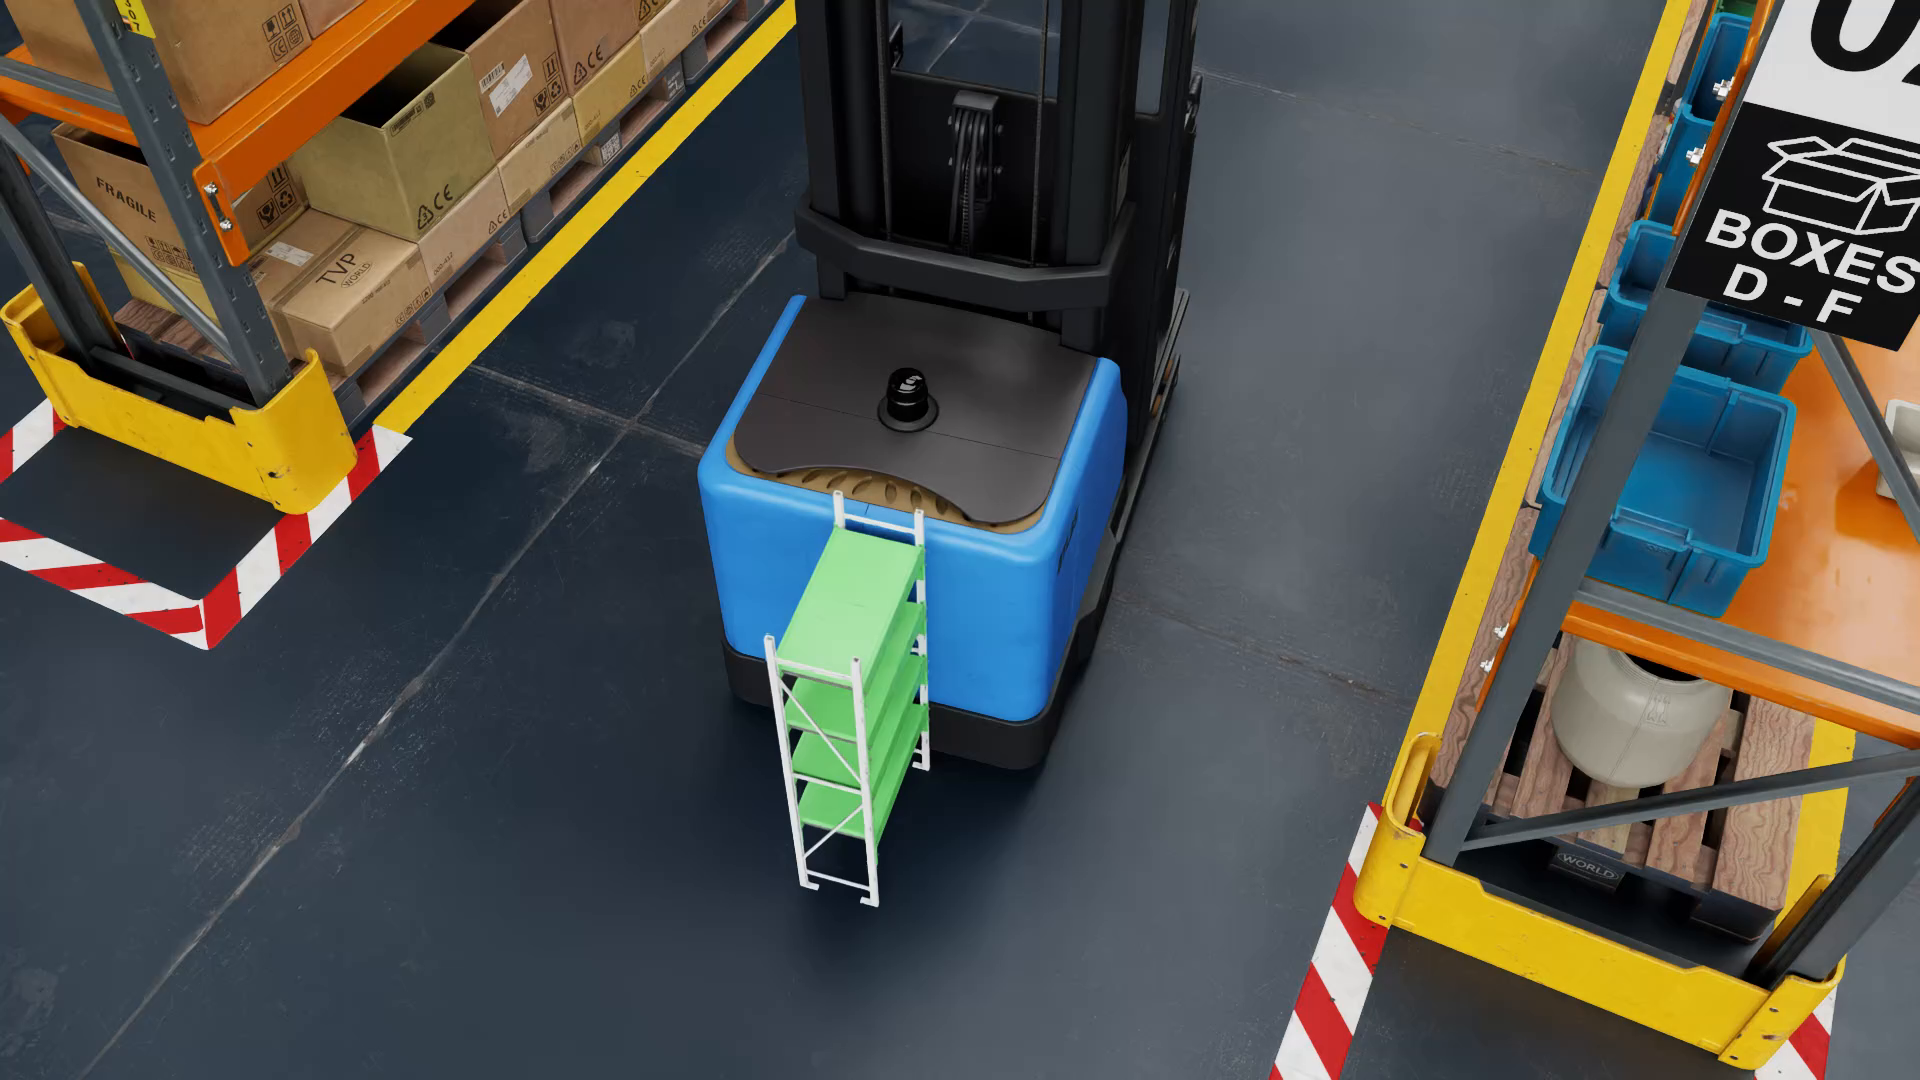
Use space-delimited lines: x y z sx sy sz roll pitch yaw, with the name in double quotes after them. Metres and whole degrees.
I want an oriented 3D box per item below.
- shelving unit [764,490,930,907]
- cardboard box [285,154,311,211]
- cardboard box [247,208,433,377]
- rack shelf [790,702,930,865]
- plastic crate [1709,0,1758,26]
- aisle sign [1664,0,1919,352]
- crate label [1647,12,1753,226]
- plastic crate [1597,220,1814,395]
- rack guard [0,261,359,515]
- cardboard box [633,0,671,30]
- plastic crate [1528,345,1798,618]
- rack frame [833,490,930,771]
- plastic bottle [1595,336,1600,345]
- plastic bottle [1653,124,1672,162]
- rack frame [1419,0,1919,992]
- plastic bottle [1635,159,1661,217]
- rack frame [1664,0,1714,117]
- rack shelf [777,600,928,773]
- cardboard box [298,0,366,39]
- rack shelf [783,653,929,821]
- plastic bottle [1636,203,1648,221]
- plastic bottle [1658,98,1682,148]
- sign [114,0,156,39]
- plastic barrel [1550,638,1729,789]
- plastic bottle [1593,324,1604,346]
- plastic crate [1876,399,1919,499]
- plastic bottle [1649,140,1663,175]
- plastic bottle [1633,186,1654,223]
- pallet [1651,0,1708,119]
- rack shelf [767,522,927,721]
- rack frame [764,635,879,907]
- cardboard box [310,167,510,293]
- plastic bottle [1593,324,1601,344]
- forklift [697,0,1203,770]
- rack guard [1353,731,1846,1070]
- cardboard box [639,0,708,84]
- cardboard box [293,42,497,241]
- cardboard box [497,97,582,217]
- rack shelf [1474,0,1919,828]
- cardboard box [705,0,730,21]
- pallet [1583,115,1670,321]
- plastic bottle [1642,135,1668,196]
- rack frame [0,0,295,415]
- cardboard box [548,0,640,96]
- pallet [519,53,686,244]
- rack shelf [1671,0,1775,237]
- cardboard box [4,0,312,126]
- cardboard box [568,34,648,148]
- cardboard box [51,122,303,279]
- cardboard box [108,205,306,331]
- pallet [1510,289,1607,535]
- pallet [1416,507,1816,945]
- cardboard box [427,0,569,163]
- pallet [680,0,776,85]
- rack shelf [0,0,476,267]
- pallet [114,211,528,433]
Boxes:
-0.281 0.470 4.562 0.258 1.200 0.503 13 51 11 "shelving unit"
-2.574 -1.428 6.525 0.500 0.250 0.500 20 52 16 "cardboard box"
-2.309 -0.911 6.085 0.500 0.250 0.500 20 52 16 "cardboard box"
-0.281 0.667 4.793 0.258 0.148 0.480 13 51 11 "rack shelf"
2.612 -1.598 5.279 0.450 0.188 0.662 20 52 16 "plastic crate"
1.439 -0.644 2.622 0.394 0.787 0.004 20 52 16 "aisle sign"
2.280 -1.122 4.712 0.502 0.435 0.616 20 52 16 "crate label"
1.964 -0.594 4.383 0.499 0.251 0.408 20 52 16 "plastic crate"
-2.749 -0.542 5.883 1.175 0.500 0.348 20 52 16 "rack guard"
-1.465 -2.535 6.975 0.500 0.500 0.500 20 52 16 "cardboard box"
1.681 -0.149 4.004 0.499 0.251 0.616 20 52 16 "plastic crate"
-0.209 0.293 4.713 0.240 1.200 0.015 13 51 11 "rack frame"
2.259 -0.587 5.779 0.152 0.276 0.135 20 53 16 "plastic bottle"
2.871 -1.598 6.689 0.097 0.201 0.097 0 50 0 "plastic bottle"
1.738 0.245 3.572 1.000 3.000 0.127 20 52 16 "rack frame"
2.727 -1.372 6.399 0.144 0.351 0.185 21 53 17 "plastic bottle"
3.447 -2.509 5.915 1.000 3.000 0.127 20 52 16 "rack frame"
-0.281 0.356 4.428 0.258 0.148 0.480 13 51 11 "rack shelf"
-2.308 -2.082 5.486 0.700 0.500 0.500 21 53 17 "cardboard box"
-0.281 0.512 4.611 0.258 0.148 0.480 13 51 11 "rack shelf"
2.538 -1.120 6.229 0.061 0.283 0.133 22 53 18 "plastic bottle"
2.914 -1.691 6.722 0.097 0.271 0.097 0 50 0 "plastic bottle"
-2.240 -1.490 4.428 0.100 0.325 0.005 20 52 16 "sign"
1.950 0.437 4.766 0.421 0.512 0.421 0 50 0 "plastic barrel"
2.318 -0.682 5.860 0.152 0.276 0.135 18 52 15 "plastic bottle"
2.411 -0.181 4.107 0.298 0.136 0.250 20 52 16 "plastic crate"
2.828 -1.528 6.629 0.097 0.201 0.097 0 50 0 "plastic bottle"
2.646 -1.242 6.288 0.144 0.351 0.185 18 52 15 "plastic bottle"
3.747 -2.159 7.448 1.003 0.211 1.213 20 52 16 "pallet"
-0.281 0.201 4.245 0.258 0.148 0.480 13 51 11 "rack shelf"
-0.352 0.648 4.411 0.240 1.200 0.015 13 51 11 "rack frame"
-2.098 -1.256 6.379 0.500 0.250 0.500 20 52 16 "cardboard box"
2.385 -0.822 5.930 0.144 0.351 0.185 22 53 18 "plastic bottle"
0.182 -1.403 5.020 1.130 2.935 3.031 13 51 11 "forklift"
1.728 0.988 4.581 1.175 0.500 0.348 20 52 16 "rack guard"
-1.453 -2.288 7.257 0.500 0.250 0.500 20 52 16 "cardboard box"
-2.097 -1.499 6.093 0.500 0.500 0.500 20 52 16 "cardboard box"
-1.884 -1.601 6.672 0.500 0.250 0.500 20 52 16 "cardboard box"
2.592 -0.899 5.018 1.077 0.370 4.000 20 52 16 "rack shelf"
-1.253 -2.637 7.554 0.500 0.250 0.500 20 52 16 "cardboard box"
3.122 -1.157 6.596 1.003 0.211 1.213 20 52 16 "pallet"
2.801 -1.461 6.523 0.152 0.276 0.135 22 53 17 "plastic bottle"
-2.739 -1.369 4.945 1.000 3.000 0.127 20 52 16 "rack frame"
-1.665 -2.186 6.678 0.500 0.500 0.500 20 52 16 "cardboard box"
-1.928 -1.843 7.179 1.003 0.211 1.213 20 52 16 "pallet"
2.592 -1.871 3.875 1.077 0.370 4.000 20 52 16 "rack shelf"
-2.528 -1.719 5.177 0.700 0.500 0.500 20 52 16 "cardboard box"
-1.666 -1.943 6.964 0.500 0.250 0.500 20 52 16 "cardboard box"
-2.779 -1.323 5.944 0.500 0.500 0.500 20 52 16 "cardboard box"
-2.777 -1.079 6.229 0.500 0.250 0.500 20 52 16 "cardboard box"
2.602 -0.313 5.878 1.003 0.211 1.213 20 52 16 "pallet"
2.080 0.524 5.166 1.003 0.211 1.213 20 52 16 "pallet"
-1.895 -1.847 6.390 0.500 0.500 0.500 20 52 16 "cardboard box"
-1.408 -2.686 7.897 1.003 0.211 1.213 20 52 16 "pallet"
-1.885 -2.513 6.391 1.077 0.370 4.000 20 52 16 "rack shelf"
-2.450 -1.006 6.467 1.003 0.211 1.213 20 52 16 "pallet"
